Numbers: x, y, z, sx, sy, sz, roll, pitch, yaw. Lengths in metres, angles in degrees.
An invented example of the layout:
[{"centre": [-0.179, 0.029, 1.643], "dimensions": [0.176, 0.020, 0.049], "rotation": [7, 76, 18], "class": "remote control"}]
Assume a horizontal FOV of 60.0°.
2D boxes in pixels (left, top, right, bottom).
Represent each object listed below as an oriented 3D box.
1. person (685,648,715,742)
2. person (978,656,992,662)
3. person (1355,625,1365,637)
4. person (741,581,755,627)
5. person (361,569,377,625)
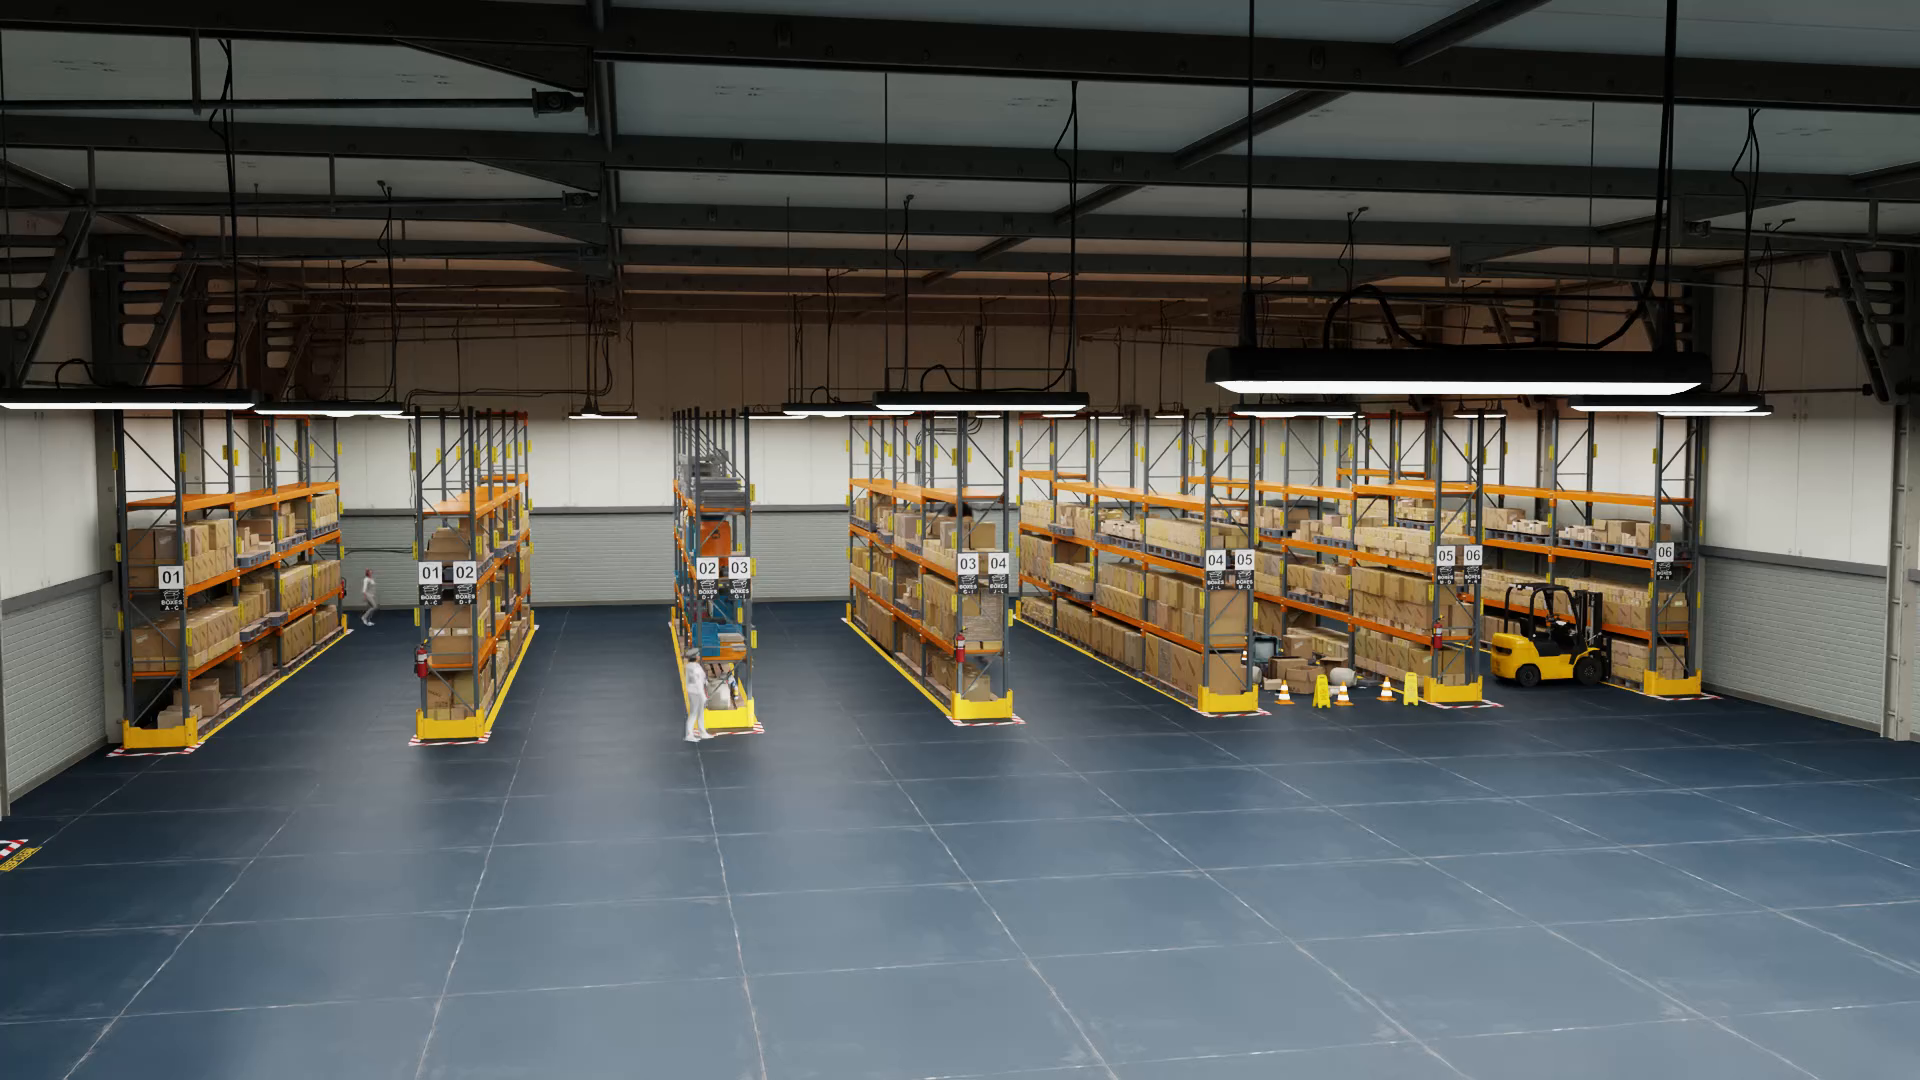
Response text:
[{"centre": [-4.667, 2.770, 29.838], "dimensions": [0.558, 1.686, 0.505], "rotation": [-1, 4, -13], "class": "person"}, {"centre": [0.597, 2.072, 39.781], "dimensions": [0.406, 1.666, 0.501], "rotation": [1, 4, 9], "class": "person"}, {"centre": [10.418, 1.742, 43.587], "dimensions": [0.405, 1.769, 0.595], "rotation": [0, 4, -1], "class": "person"}, {"centre": [-5.944, 1.580, 46.566], "dimensions": [0.488, 1.710, 0.524], "rotation": [0, 4, 4], "class": "person"}, {"centre": [-16.522, 1.599, 46.496], "dimensions": [0.434, 1.596, 0.432], "rotation": [-1, 4, -14], "class": "person"}]
